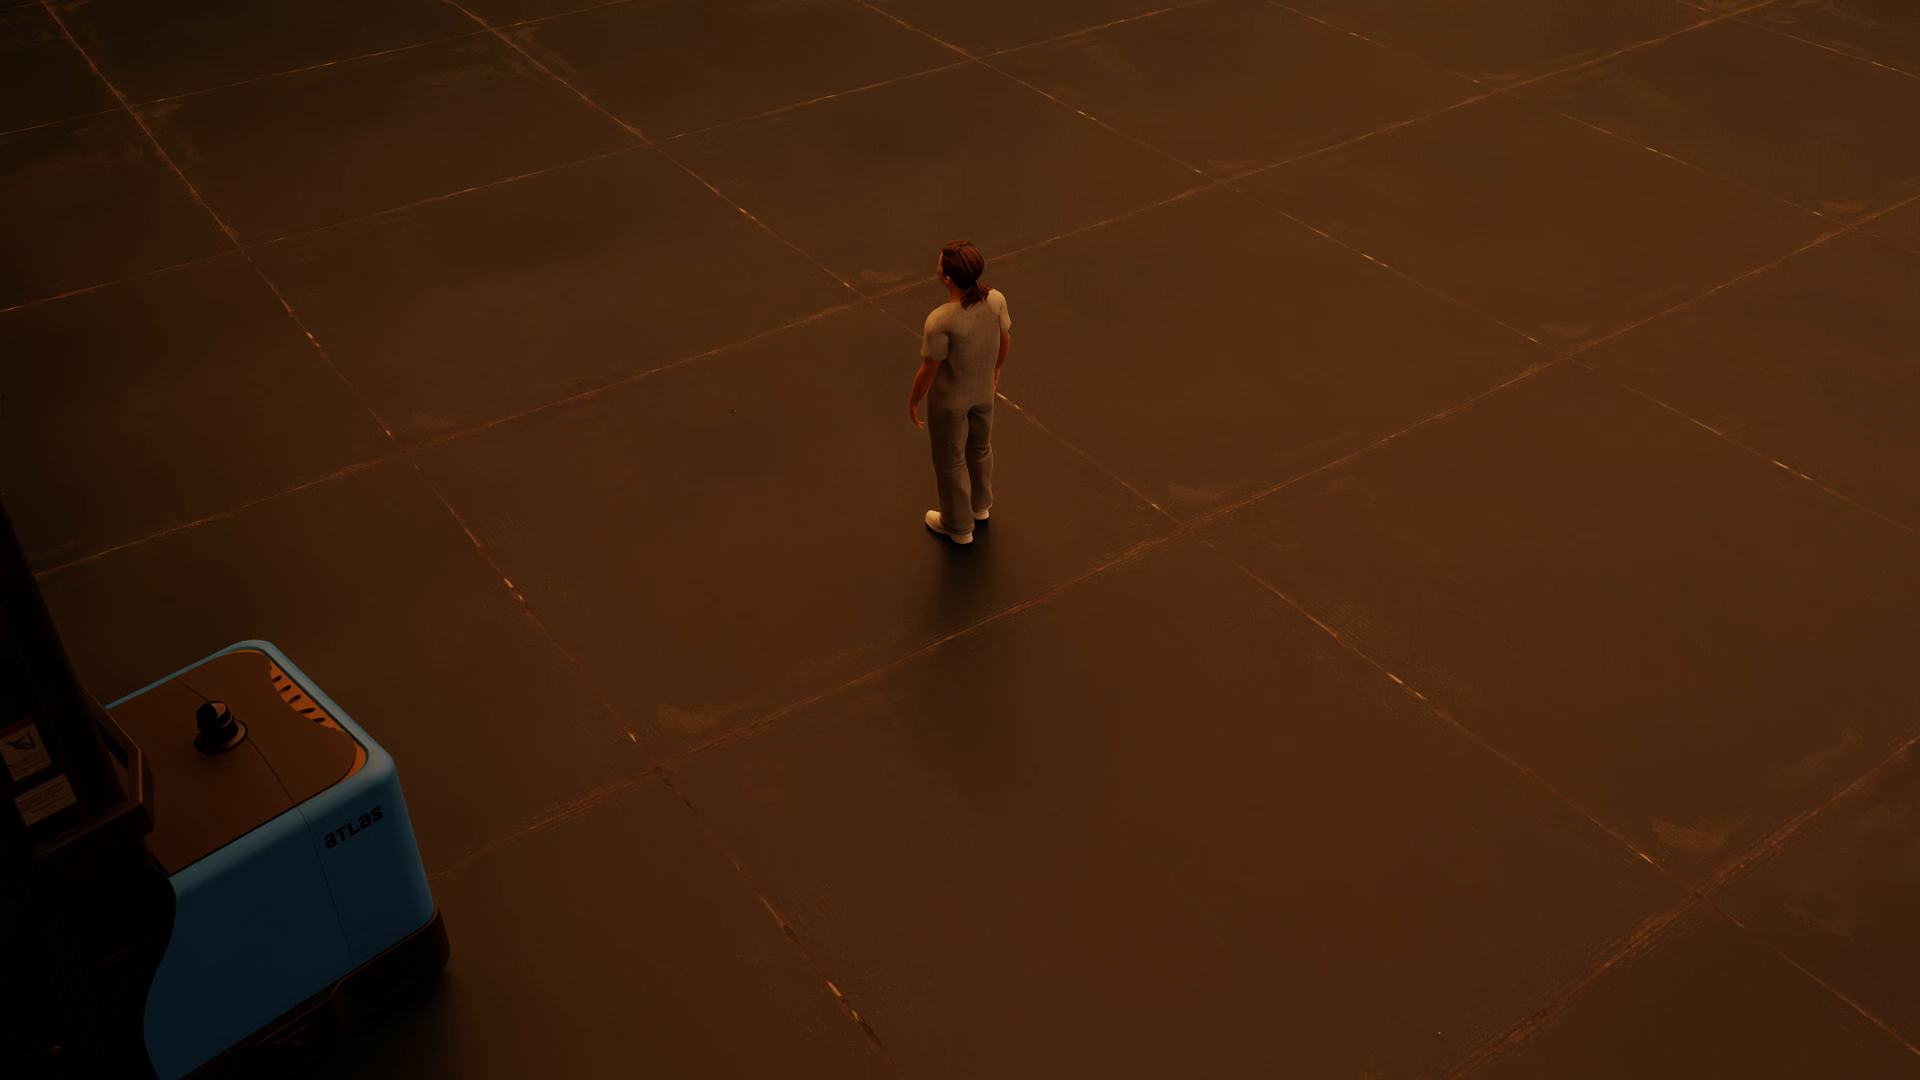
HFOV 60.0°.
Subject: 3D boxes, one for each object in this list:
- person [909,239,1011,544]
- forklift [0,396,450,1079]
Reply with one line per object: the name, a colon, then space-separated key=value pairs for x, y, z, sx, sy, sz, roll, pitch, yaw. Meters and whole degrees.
person: x=-0.031 y=-0.720 z=7.962 sx=0.549 sy=1.675 sz=0.549 roll=-23 pitch=42 yaw=-28
forklift: x=-3.294 y=0.851 z=4.794 sx=1.130 sy=2.935 sz=3.031 roll=30 pitch=46 yaw=34
